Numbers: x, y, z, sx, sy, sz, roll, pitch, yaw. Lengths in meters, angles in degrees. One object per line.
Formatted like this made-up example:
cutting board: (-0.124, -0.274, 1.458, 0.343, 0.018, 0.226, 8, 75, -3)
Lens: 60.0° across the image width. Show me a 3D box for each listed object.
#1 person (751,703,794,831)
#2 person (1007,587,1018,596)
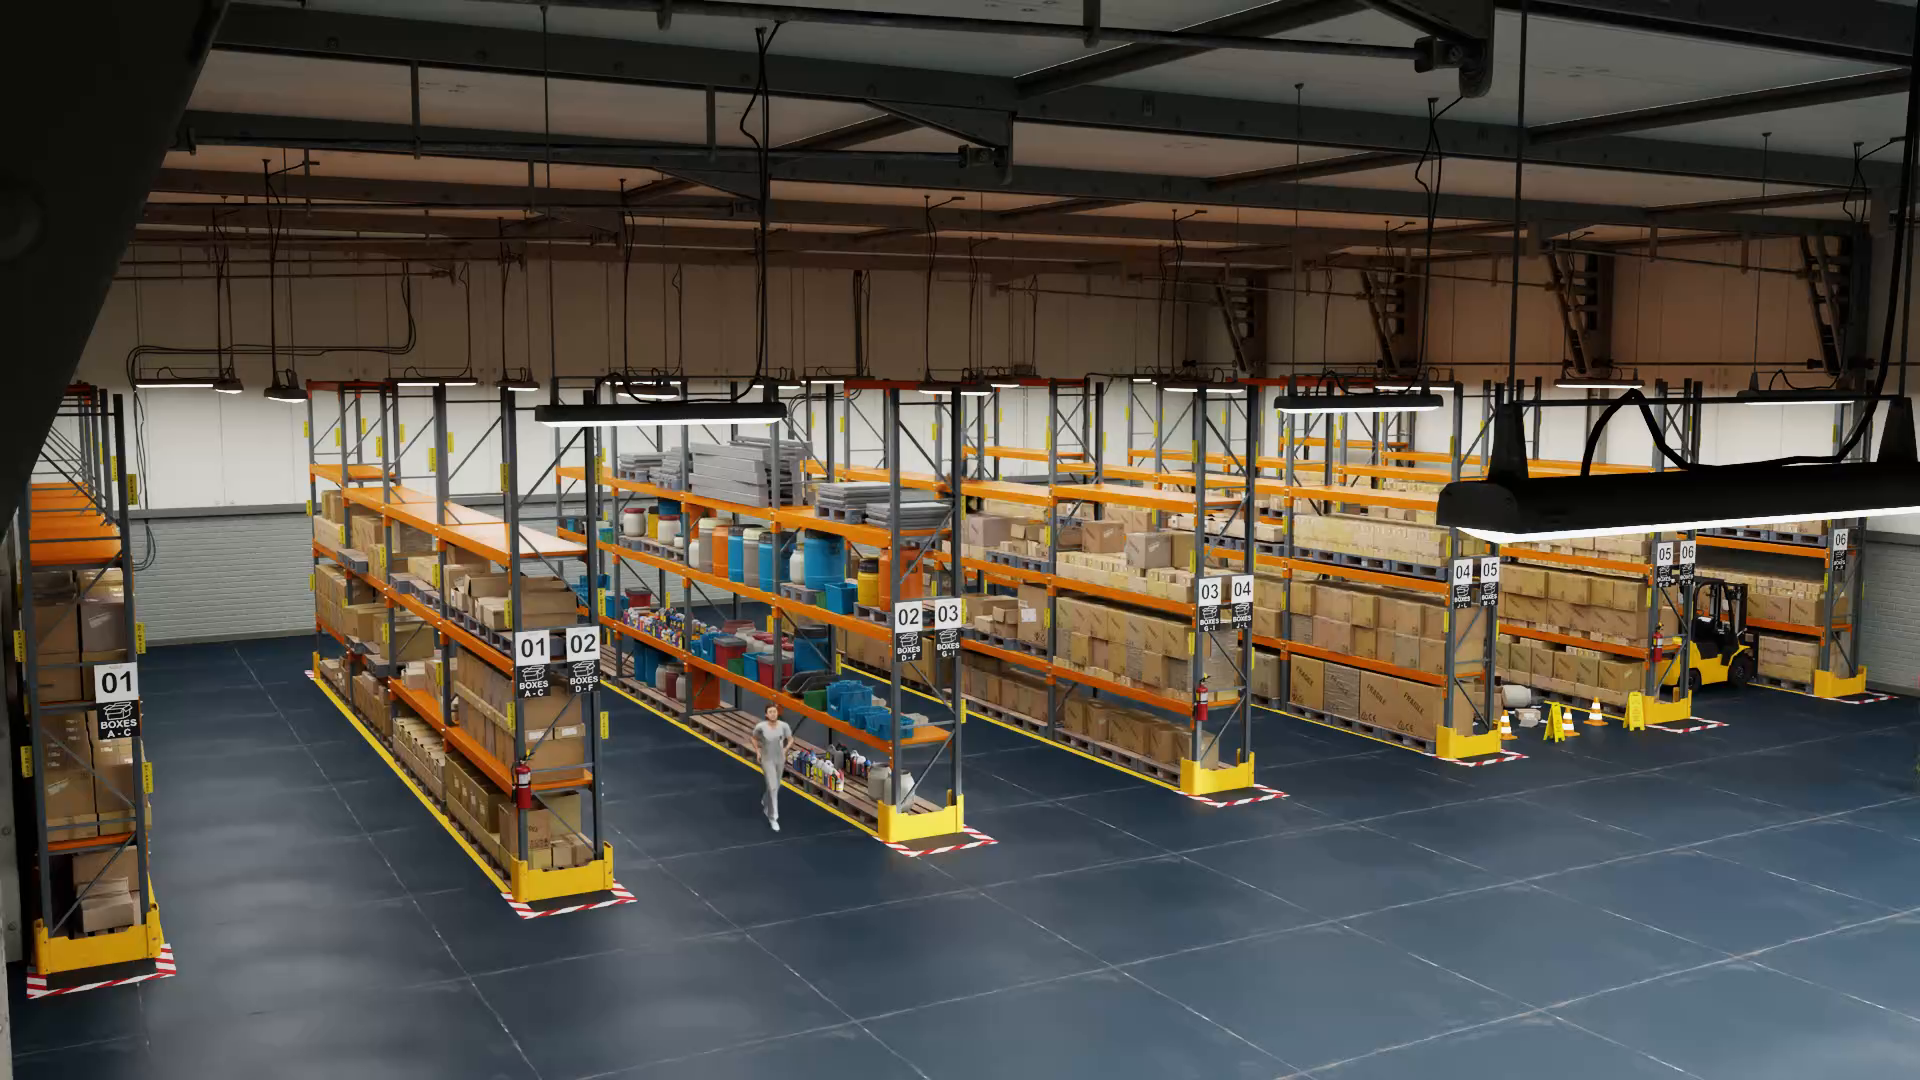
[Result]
person: (-2.576, 3.070, 22.864, 0.557, 1.712, 0.821, -3, 7, -23)
person: (1.475, 0.960, 42.984, 0.748, 1.611, 0.562, -4, 7, -34)
